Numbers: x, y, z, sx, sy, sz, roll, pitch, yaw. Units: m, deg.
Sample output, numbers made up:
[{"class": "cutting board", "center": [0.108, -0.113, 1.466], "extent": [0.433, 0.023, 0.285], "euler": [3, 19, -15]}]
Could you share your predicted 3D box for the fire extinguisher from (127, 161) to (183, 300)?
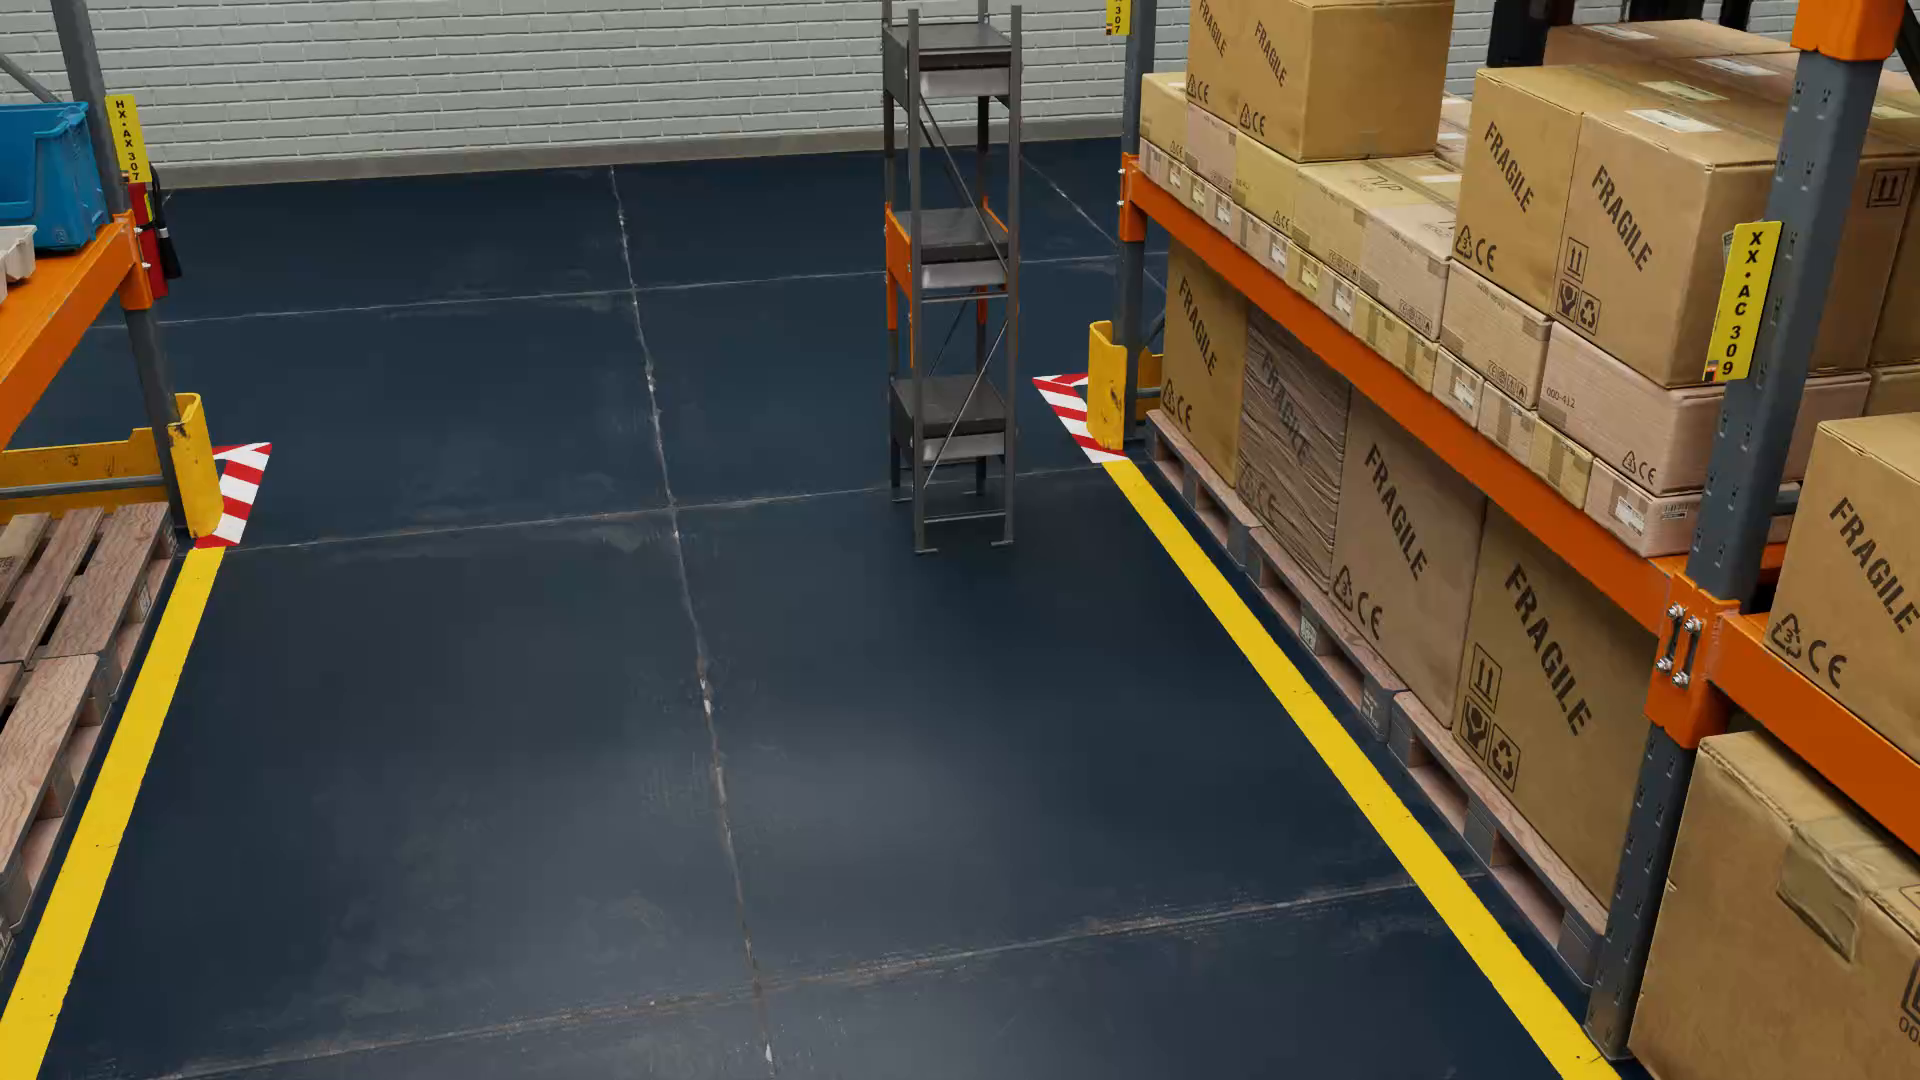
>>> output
[{"class": "fire extinguisher", "center": [-3.225, -1.271, 6.438], "extent": [0.296, 0.674, 0.183], "euler": [-6, 27, -12]}]

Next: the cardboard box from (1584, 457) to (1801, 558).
[{"class": "cardboard box", "center": [1.706, -0.095, 3.887], "extent": [0.380, 0.149, 0.250], "euler": [-6, 27, -11]}]

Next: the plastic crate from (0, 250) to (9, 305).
[{"class": "plastic crate", "center": [-3.222, -0.800, 5.232], "extent": [0.396, 0.136, 0.243], "euler": [-6, 27, -12]}]

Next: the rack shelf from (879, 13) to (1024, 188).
[{"class": "rack shelf", "center": [-0.037, -1.623, 6.112], "extent": [0.431, 0.518, 0.480], "euler": [-6, 27, -12]}]

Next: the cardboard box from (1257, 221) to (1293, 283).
[{"class": "cardboard box", "center": [1.243, -0.997, 5.674], "extent": [0.380, 0.149, 0.250], "euler": [-6, 27, -12]}]

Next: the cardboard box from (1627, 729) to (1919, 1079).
[{"class": "cardboard box", "center": [2.257, 0.934, 3.463], "extent": [1.225, 0.875, 0.875], "euler": [-6, 27, -11]}]

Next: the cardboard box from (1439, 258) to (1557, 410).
[{"class": "cardboard box", "center": [1.619, -0.566, 4.379], "extent": [0.500, 0.250, 0.500], "euler": [-5, 27, -10]}]

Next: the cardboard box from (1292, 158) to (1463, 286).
[{"class": "cardboard box", "center": [1.393, -1.013, 5.264], "extent": [0.500, 0.250, 0.500], "euler": [-6, 27, -13]}]

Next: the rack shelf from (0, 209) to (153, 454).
[{"class": "rack shelf", "center": [-3.183, -0.160, 4.537], "extent": [1.077, 0.370, 4.000], "euler": [-6, 27, -12]}]

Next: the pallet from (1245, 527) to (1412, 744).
[{"class": "pallet", "center": [1.720, 0.260, 6.000], "extent": [1.003, 0.211, 1.213], "euler": [-6, 27, -12]}]

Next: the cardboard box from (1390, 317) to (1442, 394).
[{"class": "cardboard box", "center": [1.473, -0.546, 4.783], "extent": [0.380, 0.149, 0.250], "euler": [-5, 27, -11]}]

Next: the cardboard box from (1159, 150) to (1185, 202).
[{"class": "cardboard box", "center": [1.010, -1.448, 6.569], "extent": [0.380, 0.149, 0.250], "euler": [-6, 27, -12]}]

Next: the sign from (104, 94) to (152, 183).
[{"class": "sign", "center": [-3.101, -1.495, 6.202], "extent": [0.100, 0.325, 0.005], "euler": [-6, 27, -12]}]

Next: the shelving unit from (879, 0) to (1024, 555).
[{"class": "shelving unit", "center": [-0.037, -1.010, 6.421], "extent": [0.431, 2.100, 0.503], "euler": [-6, 27, -12]}]

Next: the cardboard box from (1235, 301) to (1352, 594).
[{"class": "cardboard box", "center": [1.619, -0.429, 6.163], "extent": [0.875, 0.875, 0.875], "euler": [-6, 27, -12]}]

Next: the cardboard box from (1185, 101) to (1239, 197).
[{"class": "cardboard box", "center": [1.161, -1.462, 6.155], "extent": [0.500, 0.250, 0.500], "euler": [-6, 27, -12]}]

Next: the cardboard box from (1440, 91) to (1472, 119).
[{"class": "cardboard box", "center": [1.674, -1.520, 6.268], "extent": [0.500, 0.250, 0.500], "euler": [-6, 27, -12]}]

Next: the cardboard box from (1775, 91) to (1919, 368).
[{"class": "cardboard box", "center": [2.235, -0.743, 3.897], "extent": [0.500, 0.500, 0.500], "euler": [-6, 27, -12]}]

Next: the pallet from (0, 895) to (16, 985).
[{"class": "pallet", "center": [-2.935, 1.323, 3.895], "extent": [1.003, 0.211, 1.213], "euler": [-6, 27, -12]}]

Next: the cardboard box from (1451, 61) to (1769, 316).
[{"class": "cardboard box", "center": [1.621, -0.902, 4.212], "extent": [0.500, 0.500, 0.500], "euler": [-6, 27, -11]}]

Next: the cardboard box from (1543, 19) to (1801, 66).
[{"class": "cardboard box", "center": [2.010, -1.188, 4.779], "extent": [0.500, 0.500, 0.500], "euler": [-7, 28, -13]}]

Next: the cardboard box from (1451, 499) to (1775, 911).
[{"class": "cardboard box", "center": [2.023, 0.357, 4.606], "extent": [0.875, 0.875, 0.875], "euler": [-6, 27, -12]}]

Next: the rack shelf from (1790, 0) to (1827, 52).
[{"class": "rack shelf", "center": [1.643, -2.002, 4.857], "extent": [1.077, 0.370, 4.000], "euler": [-6, 27, -12]}]

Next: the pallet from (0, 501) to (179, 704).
[{"class": "pallet", "center": [-3.485, 0.252, 6.017], "extent": [1.003, 0.211, 1.213], "euler": [-6, 27, -12]}]

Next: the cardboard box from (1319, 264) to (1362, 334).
[{"class": "cardboard box", "center": [1.359, -0.771, 5.227], "extent": [0.380, 0.149, 0.250], "euler": [-6, 27, -11]}]

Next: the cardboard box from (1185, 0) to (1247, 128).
[{"class": "cardboard box", "center": [1.150, -1.805, 6.002], "extent": [0.500, 0.500, 0.500], "euler": [-7, 28, -13]}]

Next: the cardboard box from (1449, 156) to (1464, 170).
[{"class": "cardboard box", "center": [1.910, -1.068, 5.373], "extent": [0.500, 0.250, 0.500], "euler": [-6, 27, -12]}]

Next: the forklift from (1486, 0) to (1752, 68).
[{"class": "forklift", "center": [2.978, -1.775, 7.013], "extent": [1.130, 2.935, 3.031], "euler": [-10, 28, -18]}]

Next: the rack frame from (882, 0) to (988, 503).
[{"class": "rack frame", "center": [-0.092, -1.117, 6.633], "extent": [0.400, 2.100, 0.015], "euler": [-6, 27, -12]}]

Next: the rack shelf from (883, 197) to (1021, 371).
[{"class": "rack shelf", "center": [-0.037, -0.998, 6.427], "extent": [0.431, 0.518, 0.480], "euler": [-6, 27, -12]}]

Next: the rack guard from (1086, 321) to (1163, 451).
[{"class": "rack guard", "center": [1.187, -0.757, 7.695], "extent": [1.175, 0.500, 0.348], "euler": [-6, 27, -12]}]

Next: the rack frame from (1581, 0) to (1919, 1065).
[{"class": "rack frame", "center": [2.094, -0.106, 3.632], "extent": [1.000, 3.000, 0.127], "euler": [-6, 27, -12]}]

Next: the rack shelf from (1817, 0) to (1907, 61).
[{"class": "rack shelf", "center": [2.544, -0.246, 1.378], "extent": [1.077, 0.370, 4.000], "euler": [-6, 27, -12]}]

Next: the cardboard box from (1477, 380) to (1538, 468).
[{"class": "cardboard box", "center": [1.590, -0.320, 4.335], "extent": [0.380, 0.149, 0.250], "euler": [-6, 27, -12]}]

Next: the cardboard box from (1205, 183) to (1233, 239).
[{"class": "cardboard box", "center": [1.128, -1.222, 6.120], "extent": [0.380, 0.149, 0.250], "euler": [-6, 27, -12]}]
